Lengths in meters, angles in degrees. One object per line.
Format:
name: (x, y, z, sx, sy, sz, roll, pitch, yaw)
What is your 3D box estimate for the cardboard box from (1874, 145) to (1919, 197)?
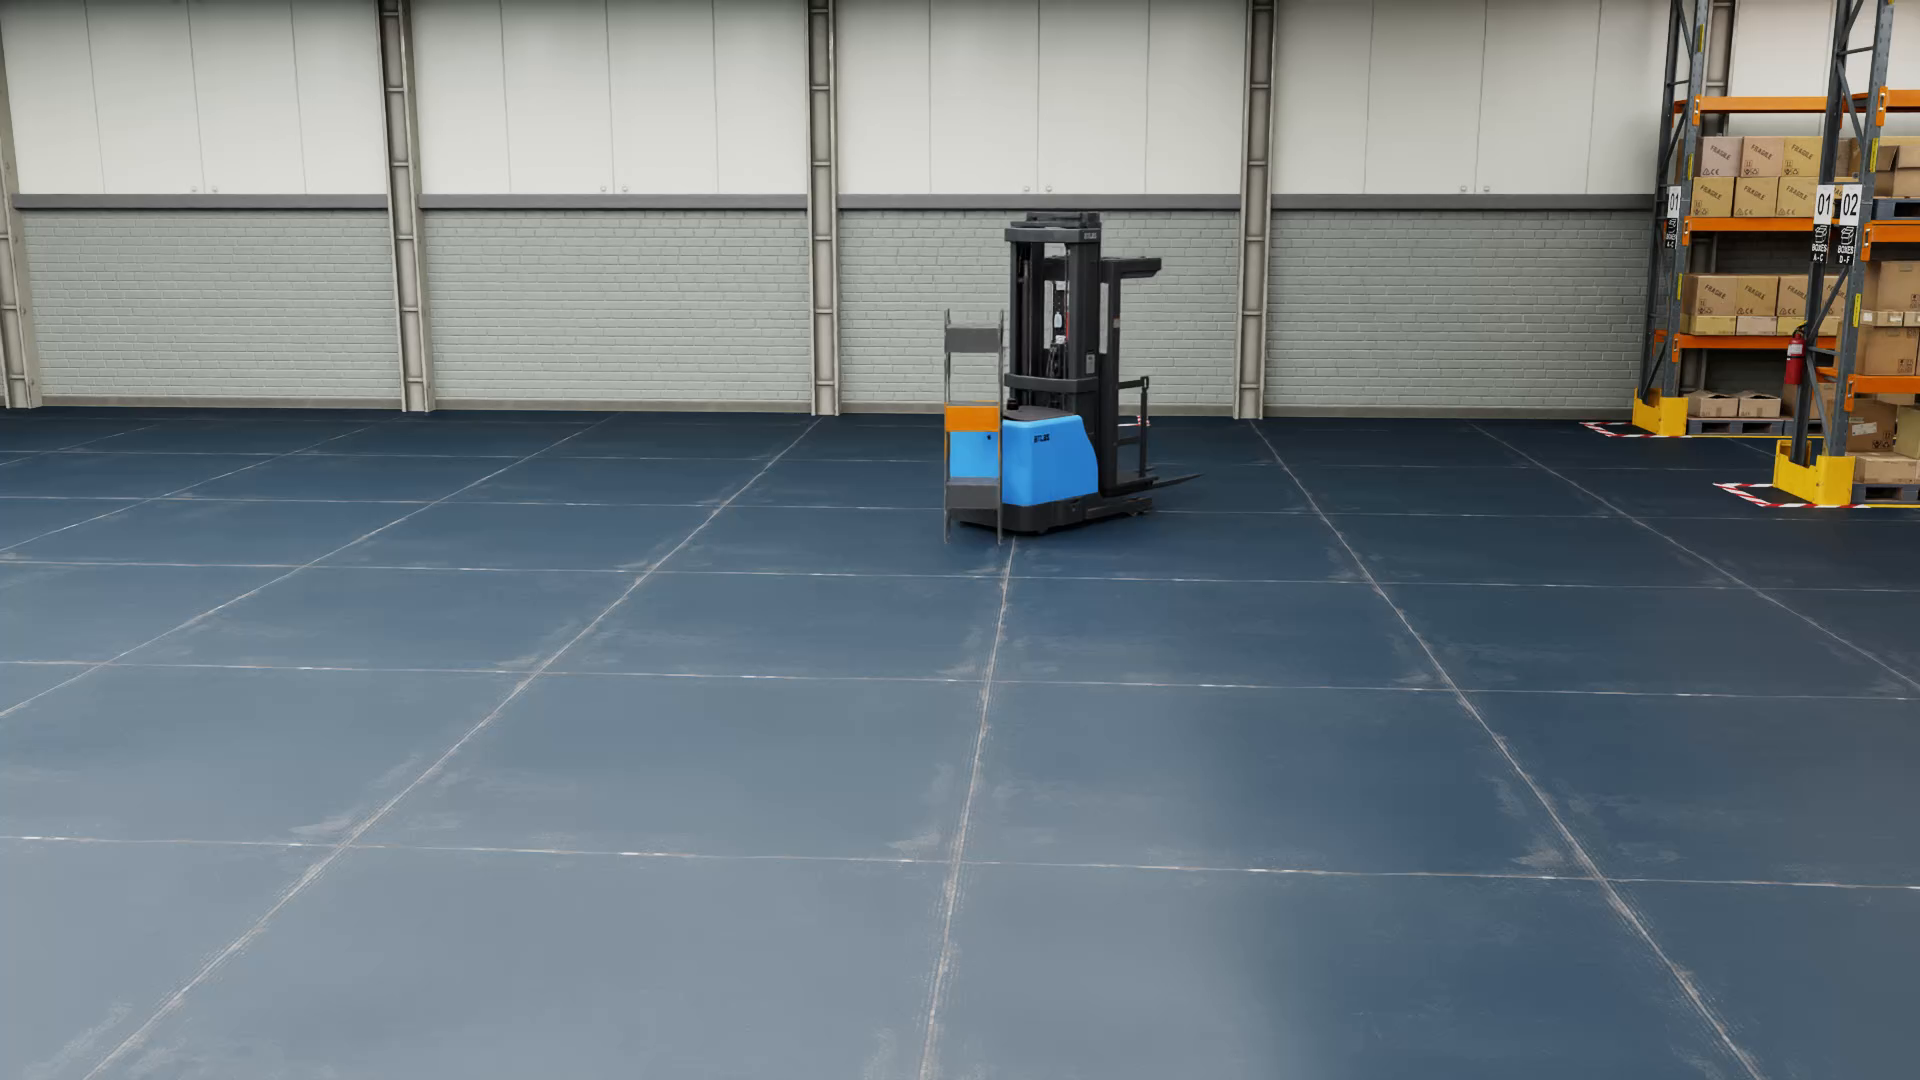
cardboard box: (9.544, -3.723, 16.774, 0.637, 0.503, 0.797, 2, 12, 8)

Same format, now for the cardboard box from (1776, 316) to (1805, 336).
cardboard box: (10.791, -2.803, 21.641, 0.500, 0.250, 0.500, 1, 12, 3)

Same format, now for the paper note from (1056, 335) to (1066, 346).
paper note: (1.433, -2.827, 23.589, 0.142, 0.148, 0.016, 1, 12, 4)

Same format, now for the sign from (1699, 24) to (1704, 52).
sign: (9.262, -6.272, 20.781, 0.005, 0.325, 0.100, 1, 12, 4)

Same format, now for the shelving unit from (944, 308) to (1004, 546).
shelving unit: (0.125, -1.018, 14.988, 0.503, 2.100, 0.431, 1, 12, 5)

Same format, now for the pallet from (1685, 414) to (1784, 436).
pallet: (10.183, -1.566, 22.222, 1.213, 0.211, 1.003, 1, 12, 4)

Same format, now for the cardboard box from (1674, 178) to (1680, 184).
cardboard box: (9.732, -4.523, 21.930, 0.500, 0.500, 0.500, 2, 12, 8)

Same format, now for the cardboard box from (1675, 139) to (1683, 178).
cardboard box: (9.746, -5.014, 21.834, 0.500, 0.500, 0.500, 1, 12, 6)

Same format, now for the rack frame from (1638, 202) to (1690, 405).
rack frame: (9.298, -2.951, 22.029, 0.127, 3.000, 1.000, 1, 12, 4)

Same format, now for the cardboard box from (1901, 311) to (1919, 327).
cardboard box: (9.612, -2.252, 16.864, 0.250, 0.149, 0.380, 0, 12, 2)

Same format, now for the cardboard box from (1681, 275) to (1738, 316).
cardboard box: (9.755, -3.186, 21.641, 0.500, 0.500, 0.500, 1, 12, 4)

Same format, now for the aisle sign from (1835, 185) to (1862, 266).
aisle sign: (8.885, -3.149, 16.630, 0.004, 0.787, 0.394, 1, 12, 4)

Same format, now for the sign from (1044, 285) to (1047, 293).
sign: (1.064, -3.545, 23.489, 0.331, 0.109, 0.001, 1, 12, 4)

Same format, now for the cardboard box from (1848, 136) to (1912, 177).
cardboard box: (11.702, -4.874, 21.163, 0.500, 0.500, 0.500, 0, 12, 2)

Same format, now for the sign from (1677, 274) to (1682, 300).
sign: (9.262, -3.263, 21.411, 0.005, 0.325, 0.100, 1, 12, 4)

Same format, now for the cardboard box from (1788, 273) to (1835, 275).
cardboard box: (11.303, -3.269, 22.037, 0.500, 0.500, 0.500, 1, 12, 5)

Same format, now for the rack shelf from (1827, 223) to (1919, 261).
rack shelf: (10.967, -3.027, 16.827, 4.000, 0.370, 1.077, 1, 12, 4)

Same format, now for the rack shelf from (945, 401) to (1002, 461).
rack shelf: (0.125, -1.005, 14.991, 0.480, 0.518, 0.431, 1, 12, 5)

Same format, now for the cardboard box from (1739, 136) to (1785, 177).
cardboard box: (10.164, -4.895, 21.263, 0.500, 0.500, 0.500, 1, 12, 3)

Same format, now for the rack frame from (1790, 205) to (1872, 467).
rack frame: (8.971, -1.938, 17.191, 0.127, 3.000, 1.000, 1, 12, 4)

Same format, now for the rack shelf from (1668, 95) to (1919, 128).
rack shelf: (11.294, -5.506, 21.358, 4.000, 0.370, 1.077, 1, 12, 4)

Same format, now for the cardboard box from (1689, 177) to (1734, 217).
cardboard box: (9.615, -4.422, 21.444, 0.500, 0.500, 0.500, 1, 12, 5)

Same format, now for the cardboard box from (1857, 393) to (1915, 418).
cardboard box: (12.251, -1.894, 22.007, 0.500, 0.500, 0.500, 0, 12, -1)

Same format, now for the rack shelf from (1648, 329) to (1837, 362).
rack shelf: (11.294, -2.571, 21.972, 4.000, 0.370, 1.077, 1, 12, 4)

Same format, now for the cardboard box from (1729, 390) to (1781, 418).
cardboard box: (10.552, -1.814, 22.089, 0.500, 0.311, 0.500, 2, 12, 8)

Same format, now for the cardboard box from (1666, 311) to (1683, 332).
cardboard box: (9.778, -2.920, 22.201, 0.500, 0.250, 0.500, 1, 12, 5)

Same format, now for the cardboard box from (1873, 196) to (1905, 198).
cardboard box: (11.710, -4.389, 21.284, 0.500, 0.500, 0.500, 0, 12, 2)

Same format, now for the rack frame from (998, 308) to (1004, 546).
rack frame: (0.368, -1.014, 14.969, 0.015, 2.100, 0.400, 1, 12, 5)

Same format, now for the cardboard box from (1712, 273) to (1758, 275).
cardboard box: (10.285, -3.282, 22.100, 0.500, 0.500, 0.500, 1, 12, 5)

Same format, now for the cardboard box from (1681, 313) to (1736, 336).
cardboard box: (9.764, -2.815, 21.700, 0.500, 0.250, 0.500, 0, 12, 2)

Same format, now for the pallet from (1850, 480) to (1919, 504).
pallet: (9.737, -0.572, 17.467, 1.213, 0.211, 1.003, 1, 12, 4)

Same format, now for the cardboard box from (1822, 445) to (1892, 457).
cardboard box: (9.526, -0.851, 17.683, 0.500, 0.250, 0.500, 1, 12, 4)

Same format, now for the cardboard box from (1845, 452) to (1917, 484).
cardboard box: (9.491, -0.745, 17.177, 0.500, 0.250, 0.500, 1, 12, 4)

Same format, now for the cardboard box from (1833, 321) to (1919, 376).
cardboard box: (9.436, -1.978, 17.138, 0.500, 0.500, 0.700, 1, 12, 4)

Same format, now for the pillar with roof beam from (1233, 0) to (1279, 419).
pillar with roof beam: (3.780, -5.257, 18.402, 0.400, 9.000, 9.100, 1, 12, 4)

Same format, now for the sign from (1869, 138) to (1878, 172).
sign: (8.928, -3.760, 16.245, 0.005, 0.325, 0.100, 1, 12, 4)

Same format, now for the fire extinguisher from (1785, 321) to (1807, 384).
fire extinguisher: (8.884, -1.997, 17.660, 0.183, 0.674, 0.296, 1, 12, 4)

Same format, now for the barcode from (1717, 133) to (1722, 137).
barcode: (10.040, -5.343, 21.990, 0.075, 0.075, 0.001, 1, 12, 4)

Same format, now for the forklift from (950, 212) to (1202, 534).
forklift: (1.263, -1.729, 16.358, 1.130, 2.935, 3.031, 11, 16, 42)

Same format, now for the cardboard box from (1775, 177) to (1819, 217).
cardboard box: (10.667, -4.401, 21.344, 0.500, 0.500, 0.500, 1, 12, 6)

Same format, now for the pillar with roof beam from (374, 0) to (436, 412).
pillar with roof beam: (-8.193, -5.421, 19.187, 0.400, 9.000, 9.100, 1, 12, 4)

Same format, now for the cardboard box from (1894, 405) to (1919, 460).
cardboard box: (9.990, -1.106, 17.070, 0.500, 0.500, 0.500, 1, 12, 4)

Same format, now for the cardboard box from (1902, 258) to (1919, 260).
cardboard box: (10.014, -2.607, 16.972, 0.500, 0.500, 0.700, 0, 12, 2)

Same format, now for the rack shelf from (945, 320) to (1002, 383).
rack shelf: (0.125, -1.690, 14.848, 0.480, 0.518, 0.431, 1, 12, 5)

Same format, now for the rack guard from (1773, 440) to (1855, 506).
rack guard: (8.947, -0.715, 17.448, 0.348, 0.500, 1.175, 1, 12, 4)

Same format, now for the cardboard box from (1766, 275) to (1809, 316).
cardboard box: (10.762, -3.169, 21.559, 0.500, 0.500, 0.500, 0, 12, 2)
